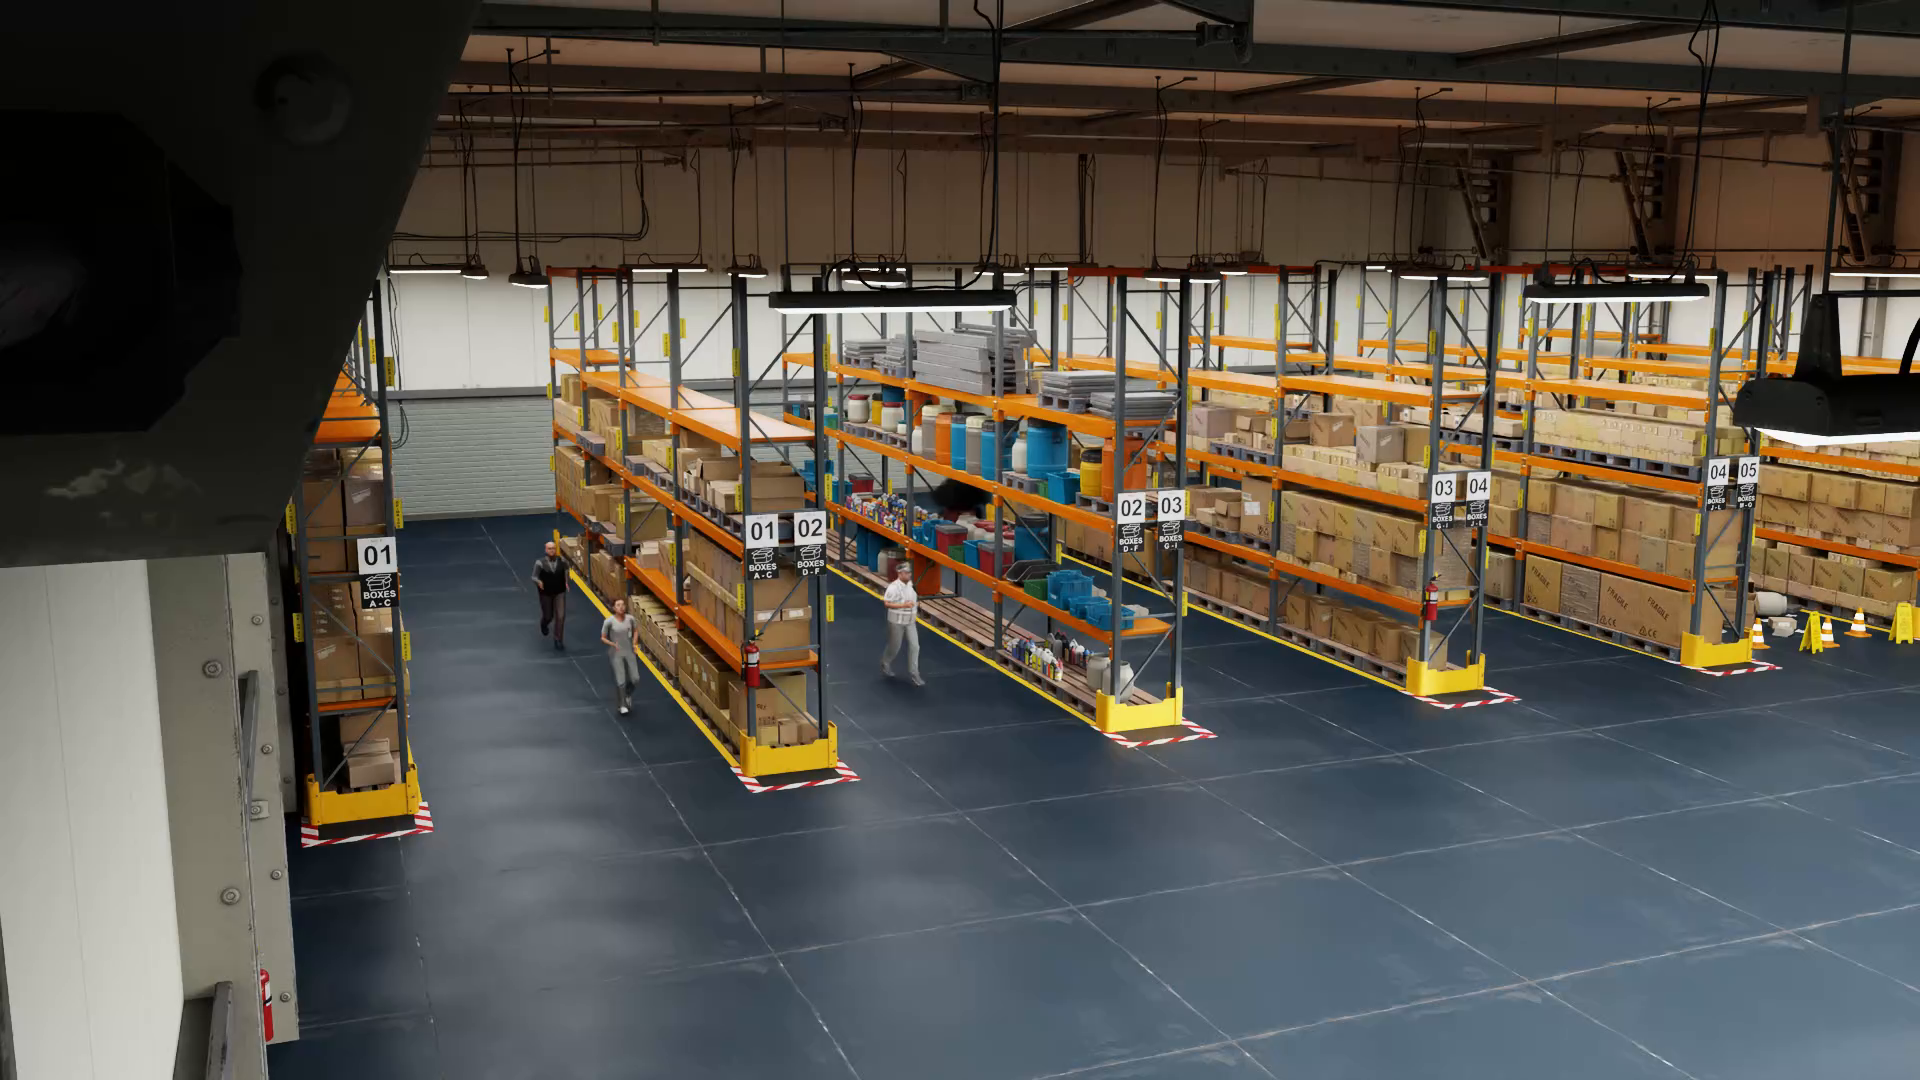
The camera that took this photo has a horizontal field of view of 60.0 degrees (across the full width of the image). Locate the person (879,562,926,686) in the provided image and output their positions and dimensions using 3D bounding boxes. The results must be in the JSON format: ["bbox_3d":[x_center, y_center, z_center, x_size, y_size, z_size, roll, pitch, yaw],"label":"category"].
[{"bbox_3d":[-0.893,1.222,24.554,0.635,1.829,0.883,-9,13,-43],"label":"person"}]

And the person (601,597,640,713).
[{"bbox_3d":[-4.628,1.585,22.831,0.557,1.624,0.566,-5,11,-26],"label":"person"}]

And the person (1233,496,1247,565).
[{"bbox_3d":[5.471,-0.077,32.469,0.509,1.604,0.667,-3,10,-18],"label":"person"}]

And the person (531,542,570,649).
[{"bbox_3d":[-6.589,0.896,26.847,0.650,1.625,0.876,-5,11,-25],"label":"person"}]
